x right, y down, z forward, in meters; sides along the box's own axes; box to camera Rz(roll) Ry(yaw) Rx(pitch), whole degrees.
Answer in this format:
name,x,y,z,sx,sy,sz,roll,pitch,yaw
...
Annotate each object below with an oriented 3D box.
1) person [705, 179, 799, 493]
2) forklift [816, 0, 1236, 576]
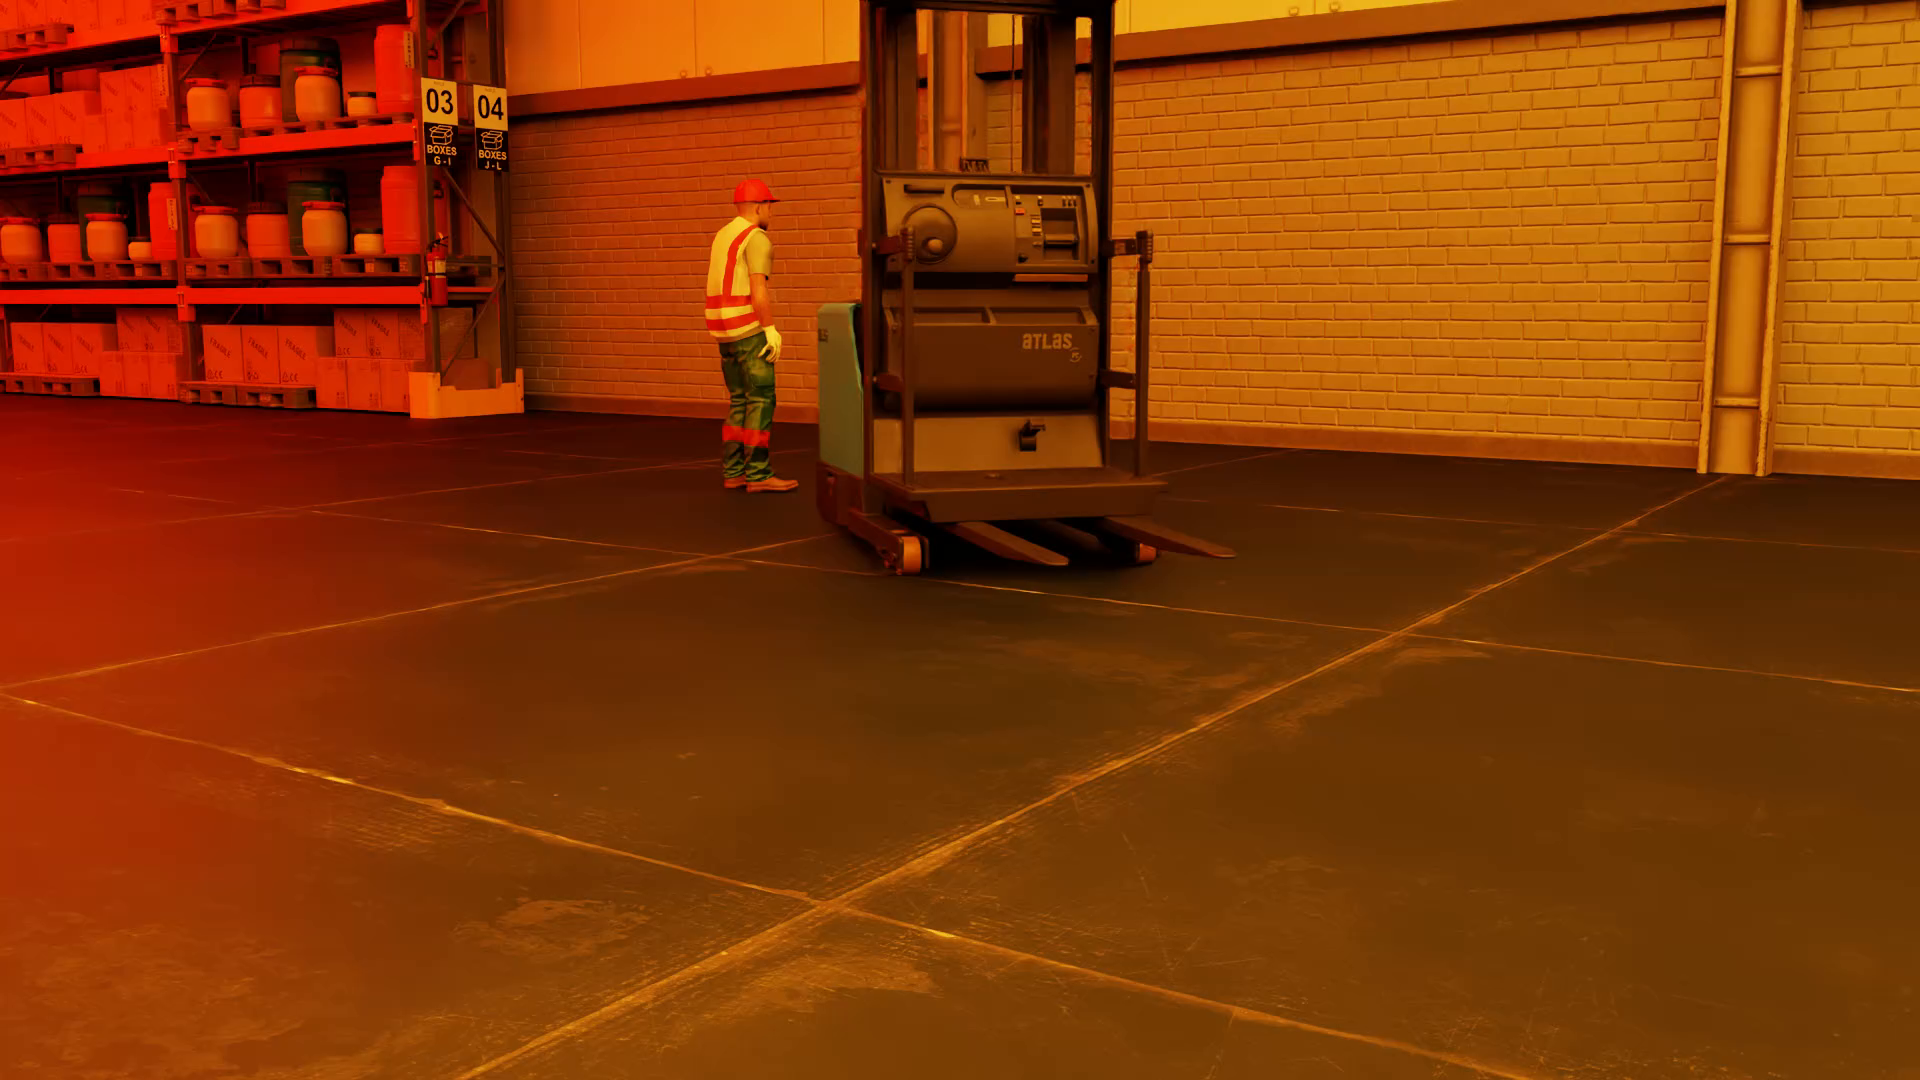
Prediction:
name,x,y,z,sx,sy,sz,roll,pitch,yaw
person,-1.217,-1.178,9.585,0.451,1.778,0.611,-5,10,-34
forklift,0.194,-1.367,6.809,1.130,2.935,3.031,-2,8,-16
